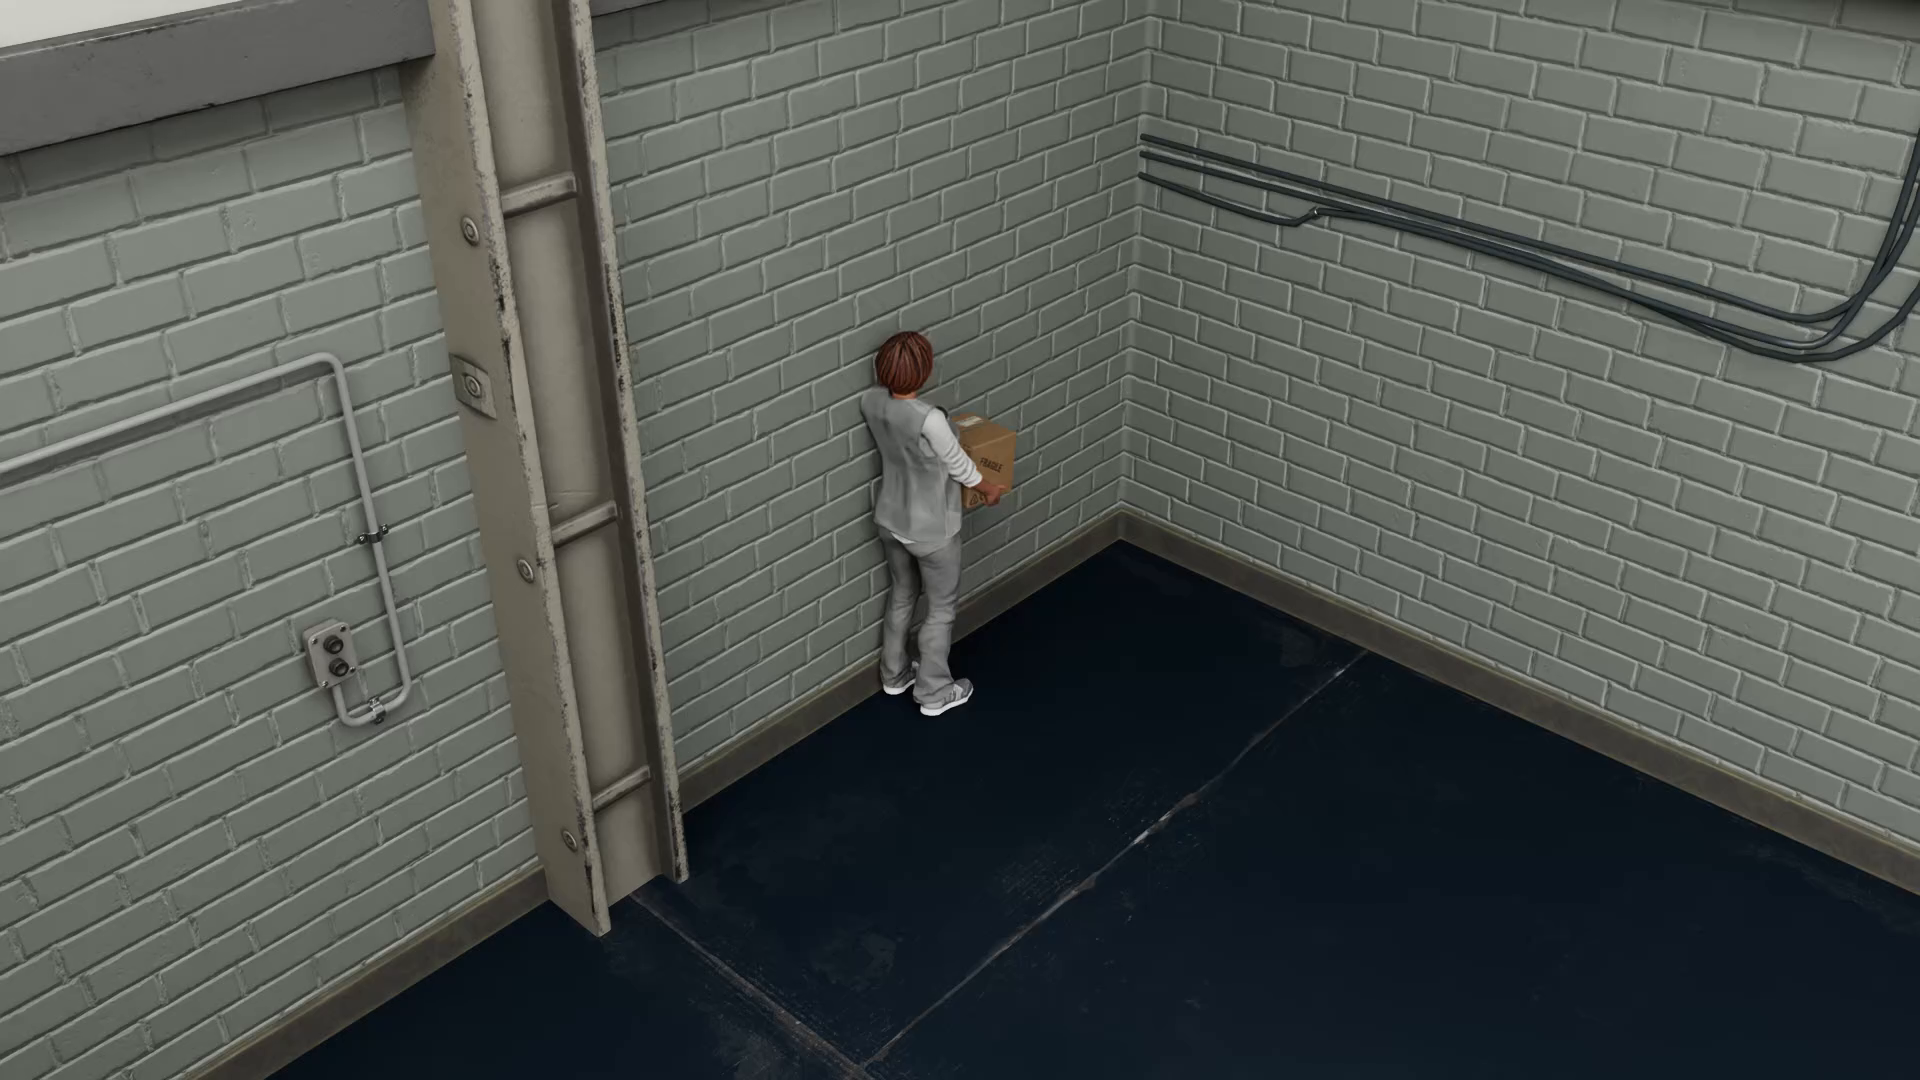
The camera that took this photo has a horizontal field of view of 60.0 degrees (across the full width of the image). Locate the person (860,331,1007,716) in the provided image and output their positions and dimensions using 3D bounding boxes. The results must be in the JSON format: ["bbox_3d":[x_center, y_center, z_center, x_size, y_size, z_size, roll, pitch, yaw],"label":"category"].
[{"bbox_3d":[-0.092,-0.090,6.299,0.404,1.589,0.494,26,40,36],"label":"person"}]
